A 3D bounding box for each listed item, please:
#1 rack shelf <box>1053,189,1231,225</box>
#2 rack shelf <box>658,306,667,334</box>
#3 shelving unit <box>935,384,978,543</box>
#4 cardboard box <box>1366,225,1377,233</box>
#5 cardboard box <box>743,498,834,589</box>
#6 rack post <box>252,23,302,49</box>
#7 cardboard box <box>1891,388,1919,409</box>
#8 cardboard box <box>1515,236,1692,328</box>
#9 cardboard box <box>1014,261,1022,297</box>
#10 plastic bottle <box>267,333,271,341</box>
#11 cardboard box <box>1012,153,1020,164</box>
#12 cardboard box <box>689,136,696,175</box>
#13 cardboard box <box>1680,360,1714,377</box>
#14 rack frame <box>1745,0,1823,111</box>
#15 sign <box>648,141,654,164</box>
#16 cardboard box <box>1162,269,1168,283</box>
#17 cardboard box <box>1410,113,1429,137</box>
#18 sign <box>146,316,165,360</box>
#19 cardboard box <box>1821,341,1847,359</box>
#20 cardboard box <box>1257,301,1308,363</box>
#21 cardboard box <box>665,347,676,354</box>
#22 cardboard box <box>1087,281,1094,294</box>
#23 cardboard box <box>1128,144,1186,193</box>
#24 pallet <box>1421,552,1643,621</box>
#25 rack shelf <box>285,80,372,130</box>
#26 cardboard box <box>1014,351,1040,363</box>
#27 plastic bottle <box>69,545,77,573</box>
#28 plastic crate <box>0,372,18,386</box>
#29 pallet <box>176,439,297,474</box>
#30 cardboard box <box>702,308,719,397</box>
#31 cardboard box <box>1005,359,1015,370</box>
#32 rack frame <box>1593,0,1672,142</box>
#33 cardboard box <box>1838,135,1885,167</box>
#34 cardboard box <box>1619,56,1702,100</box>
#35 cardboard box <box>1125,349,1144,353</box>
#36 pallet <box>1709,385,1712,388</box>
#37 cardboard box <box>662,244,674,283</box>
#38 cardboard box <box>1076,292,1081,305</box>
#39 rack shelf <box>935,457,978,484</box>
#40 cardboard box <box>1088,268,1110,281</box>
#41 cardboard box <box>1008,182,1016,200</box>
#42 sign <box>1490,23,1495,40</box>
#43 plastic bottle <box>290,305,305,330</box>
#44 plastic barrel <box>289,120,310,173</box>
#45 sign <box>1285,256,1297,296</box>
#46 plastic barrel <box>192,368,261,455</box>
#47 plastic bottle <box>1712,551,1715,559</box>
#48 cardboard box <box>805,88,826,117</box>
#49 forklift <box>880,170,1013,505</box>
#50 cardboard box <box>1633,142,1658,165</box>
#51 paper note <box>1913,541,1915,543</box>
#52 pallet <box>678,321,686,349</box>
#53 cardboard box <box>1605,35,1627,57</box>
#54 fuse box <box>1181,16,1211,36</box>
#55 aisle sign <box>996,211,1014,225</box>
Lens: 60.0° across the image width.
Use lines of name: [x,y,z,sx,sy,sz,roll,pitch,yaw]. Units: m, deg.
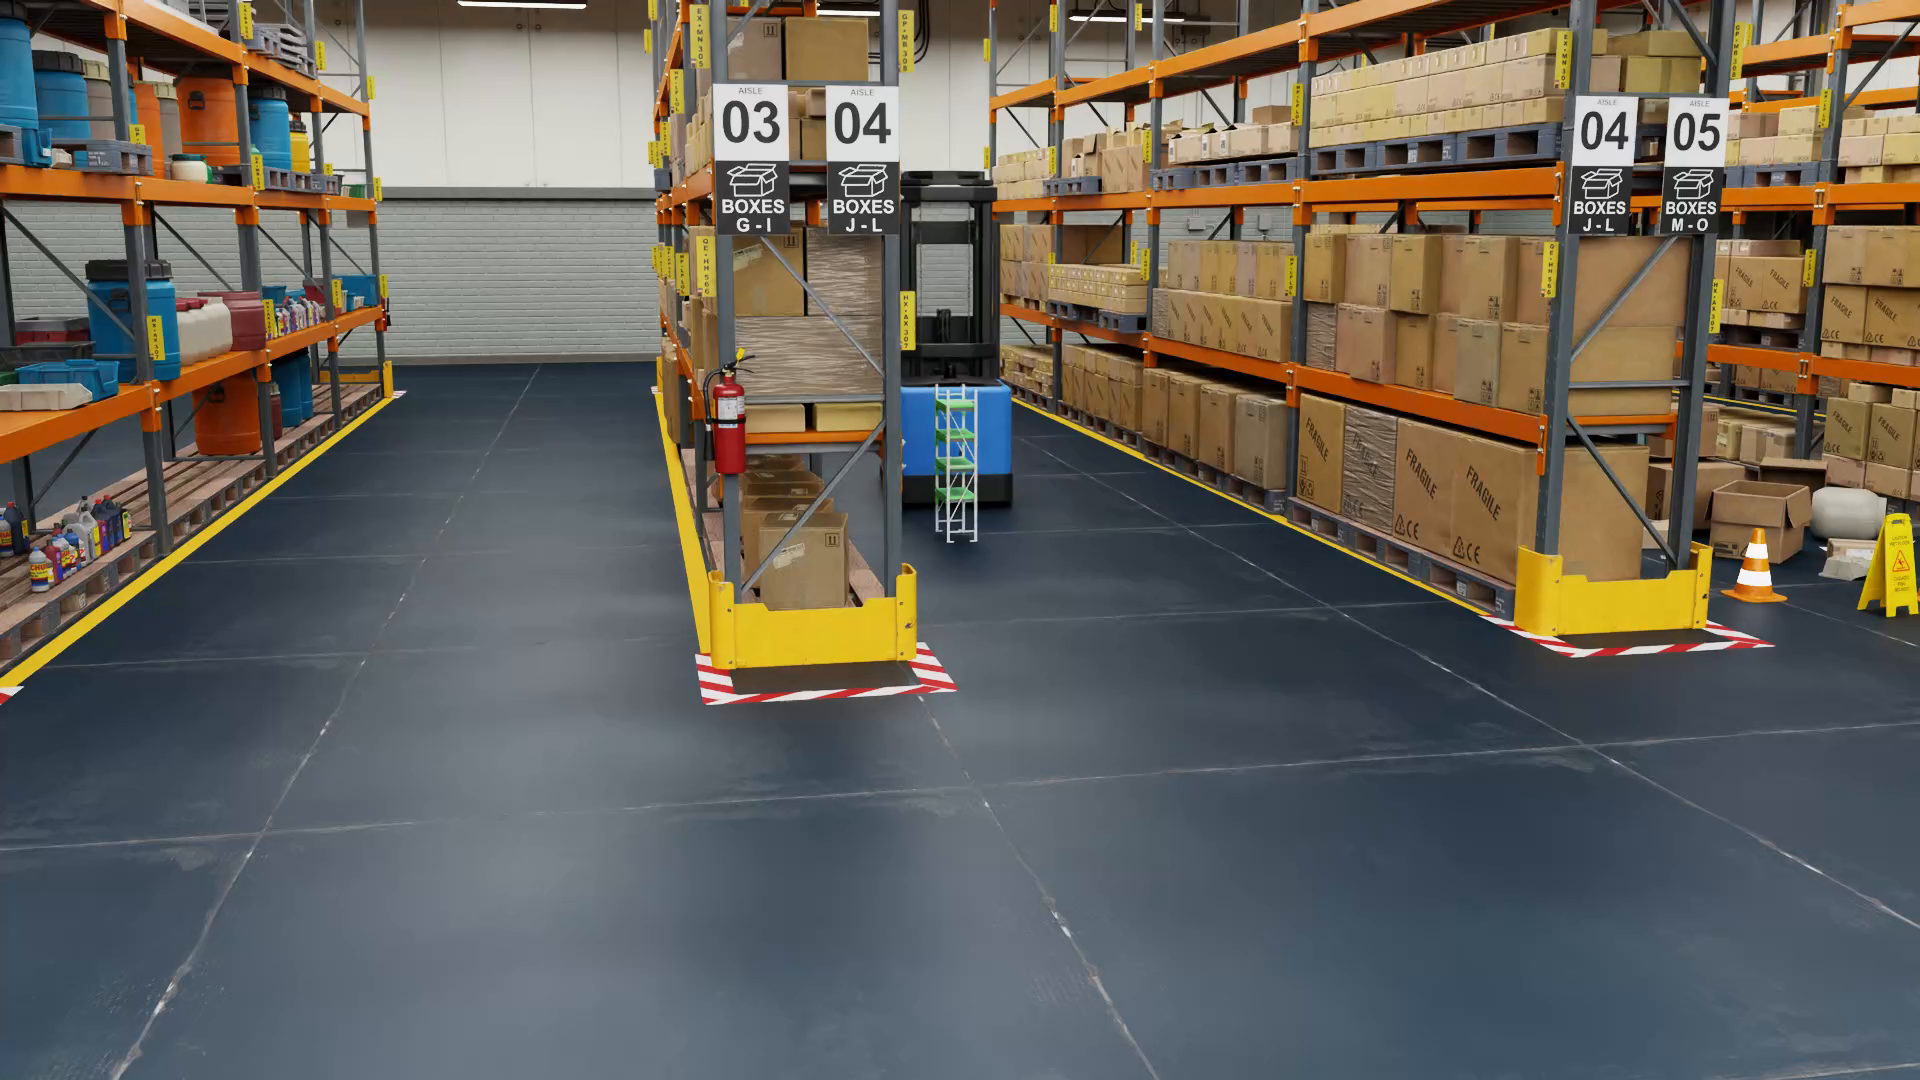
rack shelf: [2.108,-3.897,19.551,1.077,0.370,4.000,-2,11,-11]
rack shelf: [-3.555,-2.995,22.836,1.077,0.370,4.000,-2,11,-11]
shelving unit: [-0.032,-0.620,13.244,0.258,1.200,0.503,-2,11,-11]
cardboard box: [6.048,-4.435,23.799,0.380,0.149,0.250,-2,11,-11]
cardboard box: [-1.087,0.017,10.647,0.500,0.500,0.500,1,11,4]
rack post: [-7.892,-5.556,18.524,0.937,0.300,0.954,-2,11,-12]
cardboard box: [8.027,-1.180,13.866,0.380,0.149,0.250,-2,11,-9]
cardboard box: [4.018,-1.617,10.378,0.875,0.550,0.550,-2,11,-11]
cardboard box: [1.074,-3.700,23.548,0.500,0.500,0.500,-2,11,-12]
plastic bottle: [-7.033,-2.164,16.856,0.061,0.283,0.133,-2,11,-11]
cardboard box: [0.952,-5.411,23.581,0.380,0.149,0.250,-2,11,-9]
cardboard box: [-1.580,-2.634,11.394,0.500,0.250,0.500,-3,11,-13]
cardboard box: [10.957,-2.544,24.728,0.396,0.266,0.258,-2,11,-9]
rack frame: [11.423,-6.471,23.126,1.000,3.000,0.127,-2,11,-11]
sign: [-4.490,-5.638,24.226,0.100,0.325,0.005,-2,11,-11]
cardboard box: [2.498,-2.972,18.744,0.380,0.149,0.250,-2,11,-11]
cardboard box: [3.359,-2.877,11.548,0.380,0.149,0.250,-2,11,-10]
sign: [-5.927,-1.489,12.255,0.100,0.325,0.005,-2,11,-11]
cardboard box: [7.857,-1.682,14.685,0.380,0.149,0.250,-2,11,-11]
cardboard box: [2.911,-1.812,14.425,0.500,0.500,0.500,-2,11,-11]
cardboard box: [-2.668,-1.702,18.676,1.225,0.875,0.875,-2,11,-11]
cardboard box: [1.701,-2.950,19.425,0.380,0.149,0.250,-2,11,-10]
cardboard box: [2.136,-4.028,18.049,0.500,0.500,0.500,-2,11,-11]
pallet: [3.820,0.283,11.145,1.003,0.211,1.213,-2,11,-11]
rack shelf: [-8.414,-5.566,21.366,1.077,0.370,4.000,-2,11,-11]
cardboard box: [0.985,-2.626,23.884,0.380,0.149,0.250,-2,11,-10]
plastic bottle: [-5.843,0.114,10.881,0.097,0.201,0.097,0,11,0]
plastic crate: [-6.482,-0.971,10.844,0.450,0.188,0.662,-2,11,-11]
pallet: [-7.441,-0.842,17.053,1.003,0.211,1.213,-2,11,-11]
cardboard box: [-1.127,-1.166,10.235,0.875,0.500,0.500,-2,11,-11]
cardboard box: [0.866,-2.579,24.430,0.380,0.149,0.250,-2,11,-9]
rack frame: [7.332,-5.556,18.320,1.000,3.000,0.127,-2,11,-11]
cardboard box: [7.927,-3.330,14.255,0.500,0.250,0.500,-2,11,-12]
cardboard box: [4.210,-2.842,10.300,0.500,0.250,0.500,-2,11,-11]
cardboard box: [2.315,-2.172,20.142,0.500,0.250,0.500,-3,11,-14]
pallet: [11.049,-2.504,25.788,1.003,0.211,1.213,-2,11,-11]
cardboard box: [-3.611,-3.589,21.633,0.500,0.500,0.500,-2,11,-10]
cardboard box: [1.603,-2.898,19.951,0.380,0.149,0.250,-2,11,-12]
rack shelf: [-0.032,-0.557,13.256,0.258,0.148,0.480,-2,11,-11]
cardboard box: [1.702,-3.096,19.397,0.380,0.149,0.250,-2,11,-8]
cardboard box: [0.988,-4.995,23.796,0.500,0.250,0.500,-2,11,-13]
sign: [7.084,-6.809,22.194,0.100,0.325,0.005,-2,11,-11]
plastic bottle: [-7.436,-2.496,18.621,0.152,0.276,0.135,-2,11,-11]
plastic barrel: [-7.648,-4.414,18.717,0.600,0.588,0.600,0,11,0]
sign: [2.744,-2.185,13.769,0.100,0.325,0.005,-2,11,-11]
plastic barrel: [-7.359,-1.298,16.673,0.600,0.830,0.708,-2,11,-11]
plastic bottle: [5.522,0.096,12.526,0.133,0.061,0.283,-6,13,-31]
cardboard box: [-0.659,-2.436,9.284,0.380,0.149,0.250,-2,11,-11]
forklift: [-0.196,-1.981,15.766,1.130,2.935,3.031,-1,11,-6]
cardboard box: [7.507,-3.957,17.675,0.700,0.500,0.500,-2,11,-11]
paper note: [7.404,0.008,13.073,0.142,0.019,0.148,-6,13,-31]
pallet: [-2.145,-2.027,16.339,1.213,0.211,1.003,-2,11,-11]
cardboard box: [4.252,-3.059,10.372,0.380,0.149,0.250,-2,11,-11]
fuse box: [4.414,-9.614,31.084,0.513,0.334,0.176,-2,11,-11]
aisle sign: [0.632,-5.157,25.316,0.394,0.787,0.004,-2,11,-11]
